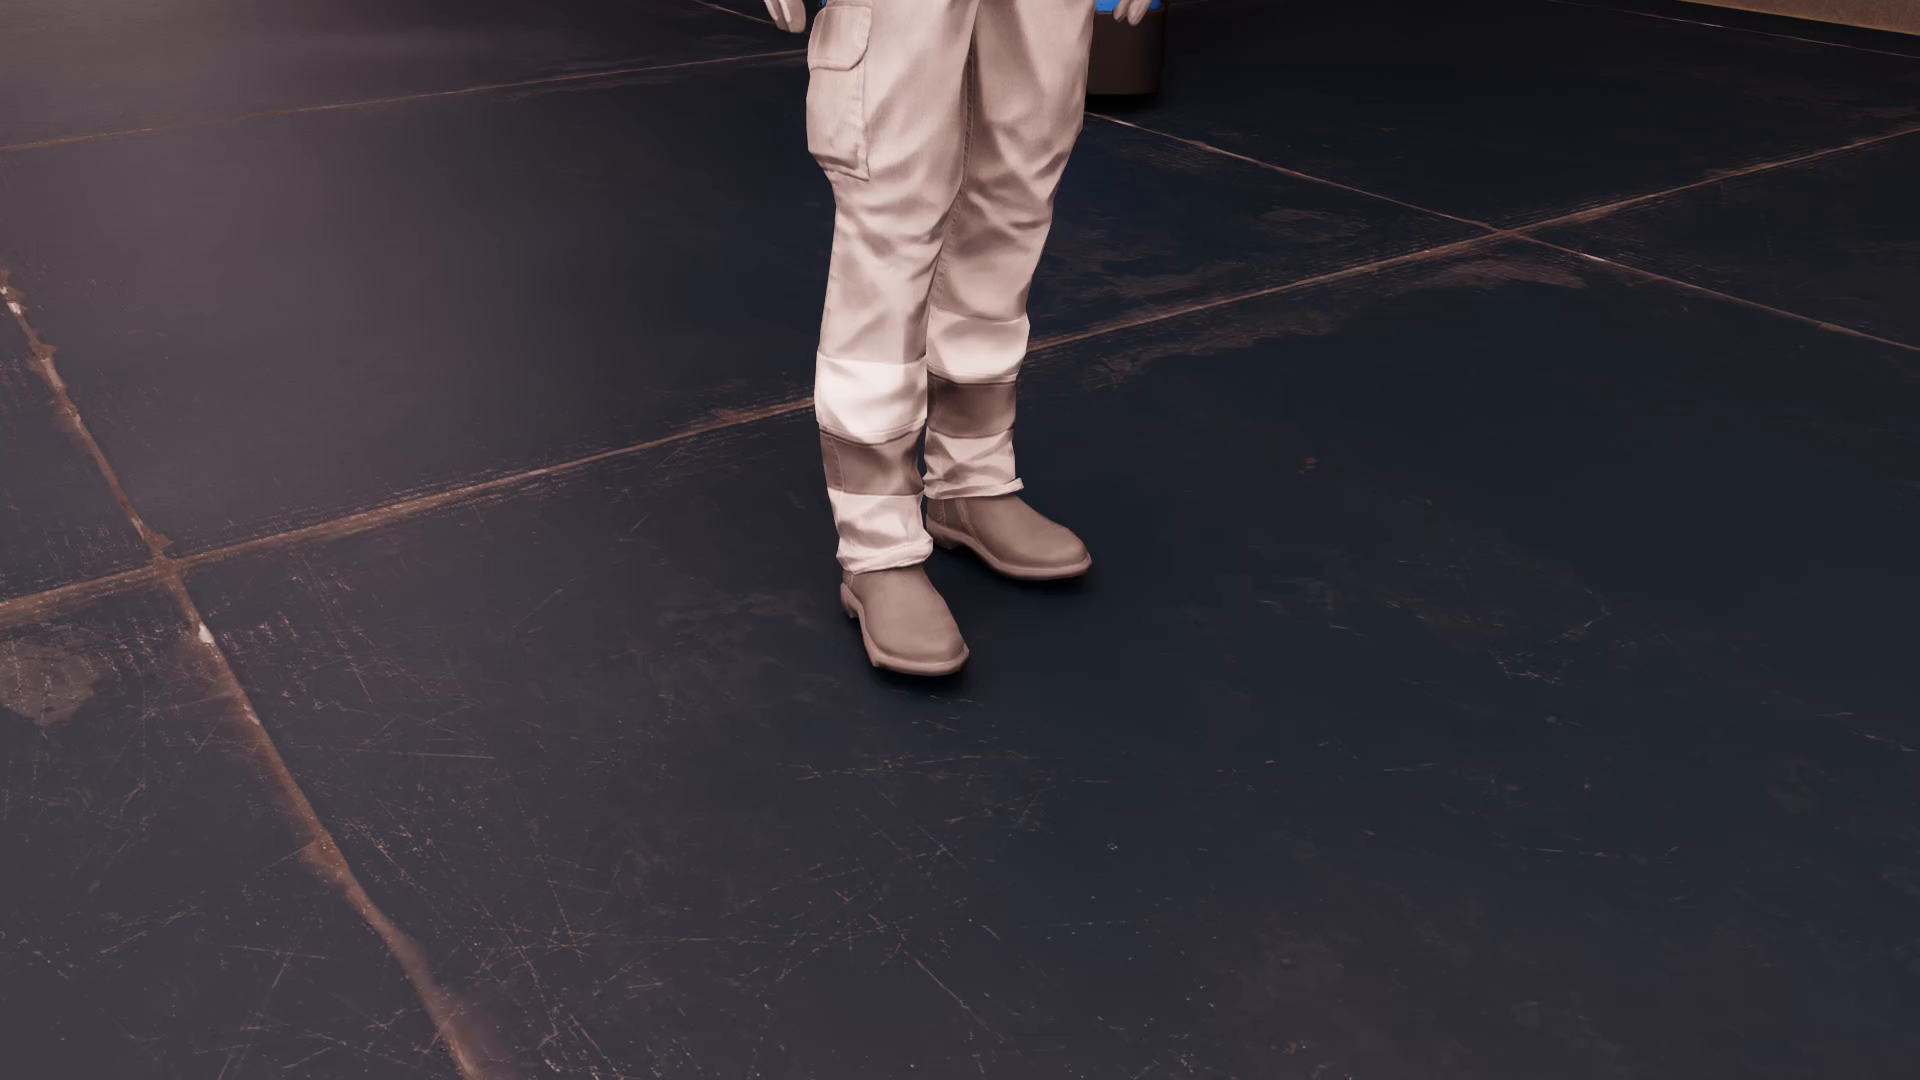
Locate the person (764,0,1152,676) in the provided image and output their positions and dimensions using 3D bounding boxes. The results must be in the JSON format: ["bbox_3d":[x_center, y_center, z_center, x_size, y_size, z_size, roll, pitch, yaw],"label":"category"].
[{"bbox_3d":[0.036,-0.774,2.030,0.637,1.790,0.562,-17,31,-31],"label":"person"}]

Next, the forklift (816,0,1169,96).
[{"bbox_3d":[0.156,-3.273,5.756,1.130,2.935,3.031,1,27,2],"label":"forklift"}]
